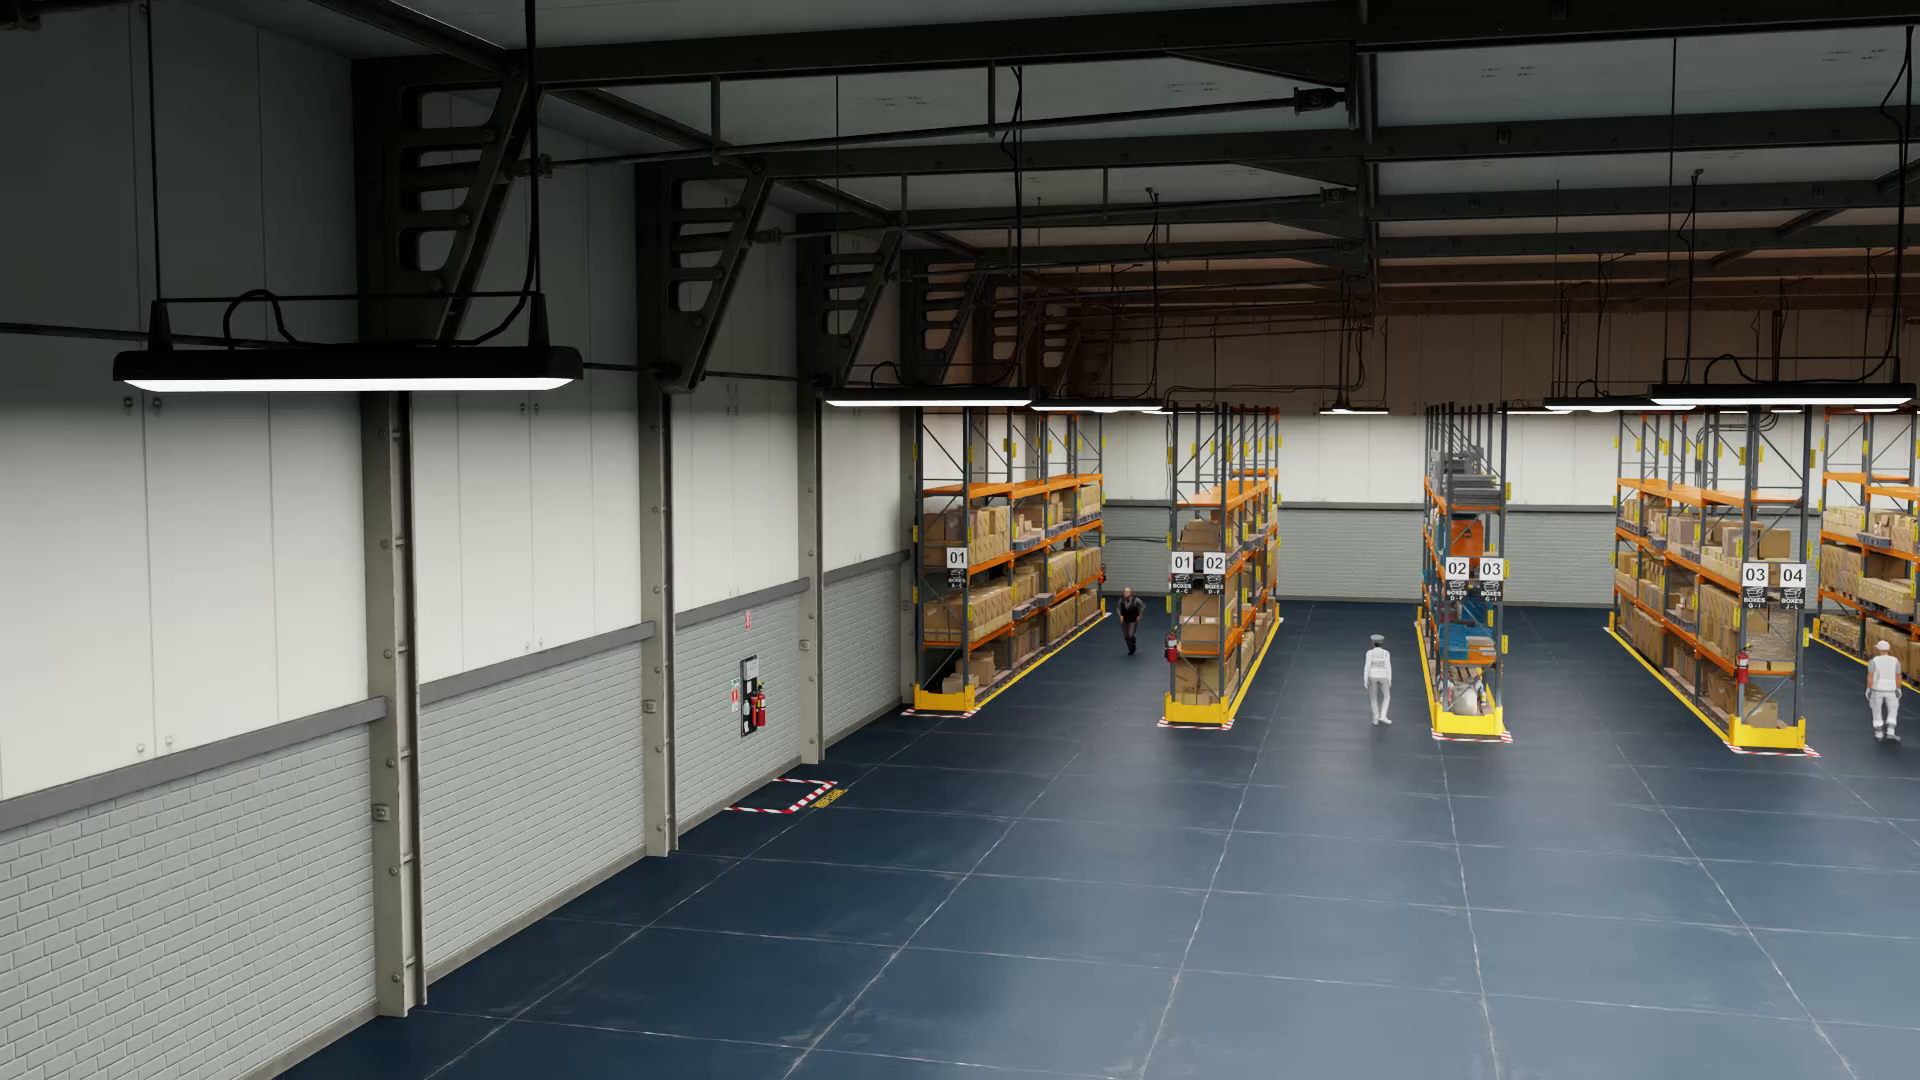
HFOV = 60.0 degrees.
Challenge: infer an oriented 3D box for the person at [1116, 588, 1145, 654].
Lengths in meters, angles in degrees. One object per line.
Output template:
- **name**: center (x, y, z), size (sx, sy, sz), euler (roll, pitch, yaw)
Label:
- **person**: center (4.107, 1.953, 40.009), size (0.690, 1.633, 0.721), euler (2, 5, 22)

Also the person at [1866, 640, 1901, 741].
- **person**: center (16.313, 2.669, 29.360), size (0.573, 1.787, 0.553), euler (1, 4, 17)

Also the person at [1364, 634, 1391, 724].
- **person**: center (7.775, 2.608, 30.946), size (0.512, 1.674, 0.516), euler (1, 4, 13)

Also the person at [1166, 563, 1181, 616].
- **person**: center (6.208, 1.290, 48.029), size (0.533, 1.820, 0.617), euler (1, 4, 17)
